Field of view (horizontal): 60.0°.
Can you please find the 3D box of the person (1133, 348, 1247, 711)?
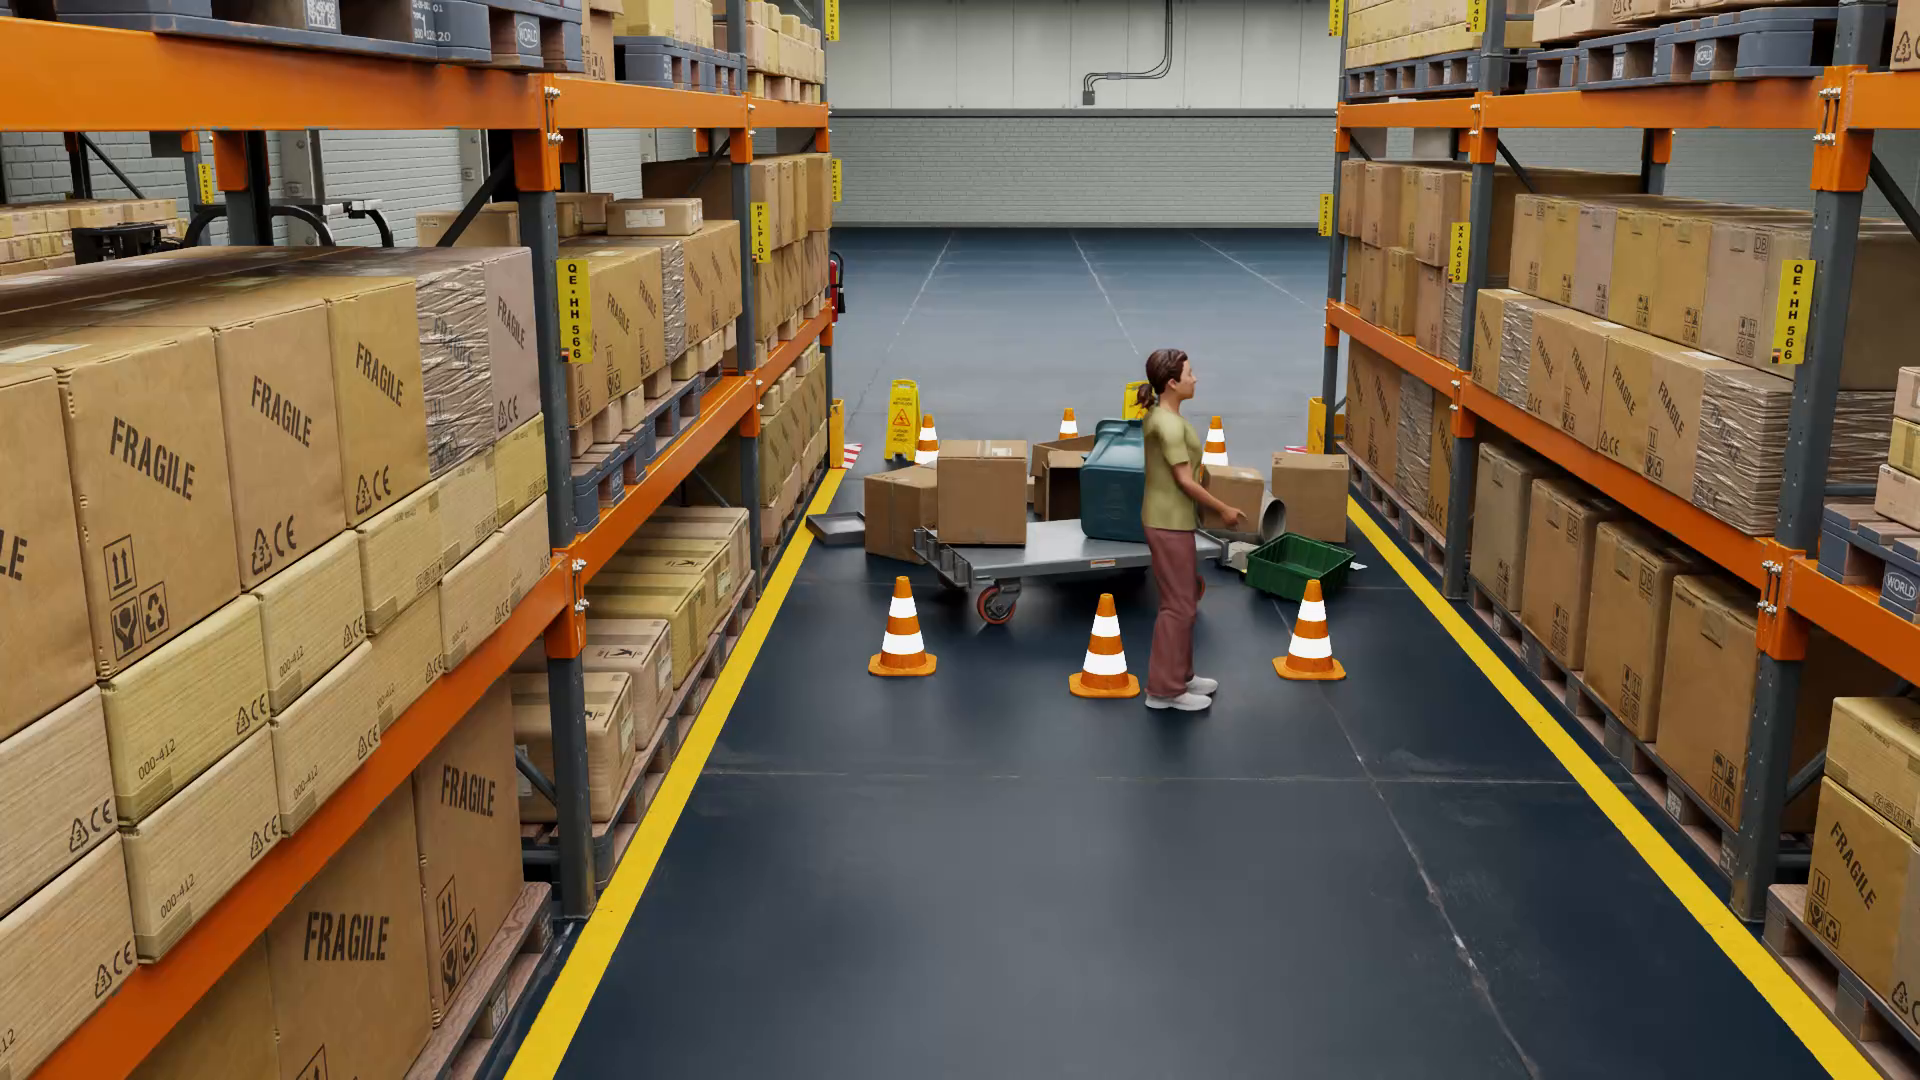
[{"bbox_3d":[1.051,-0.056,7.726,0.523,1.672,0.452,0,14,1],"label":"person"}]
